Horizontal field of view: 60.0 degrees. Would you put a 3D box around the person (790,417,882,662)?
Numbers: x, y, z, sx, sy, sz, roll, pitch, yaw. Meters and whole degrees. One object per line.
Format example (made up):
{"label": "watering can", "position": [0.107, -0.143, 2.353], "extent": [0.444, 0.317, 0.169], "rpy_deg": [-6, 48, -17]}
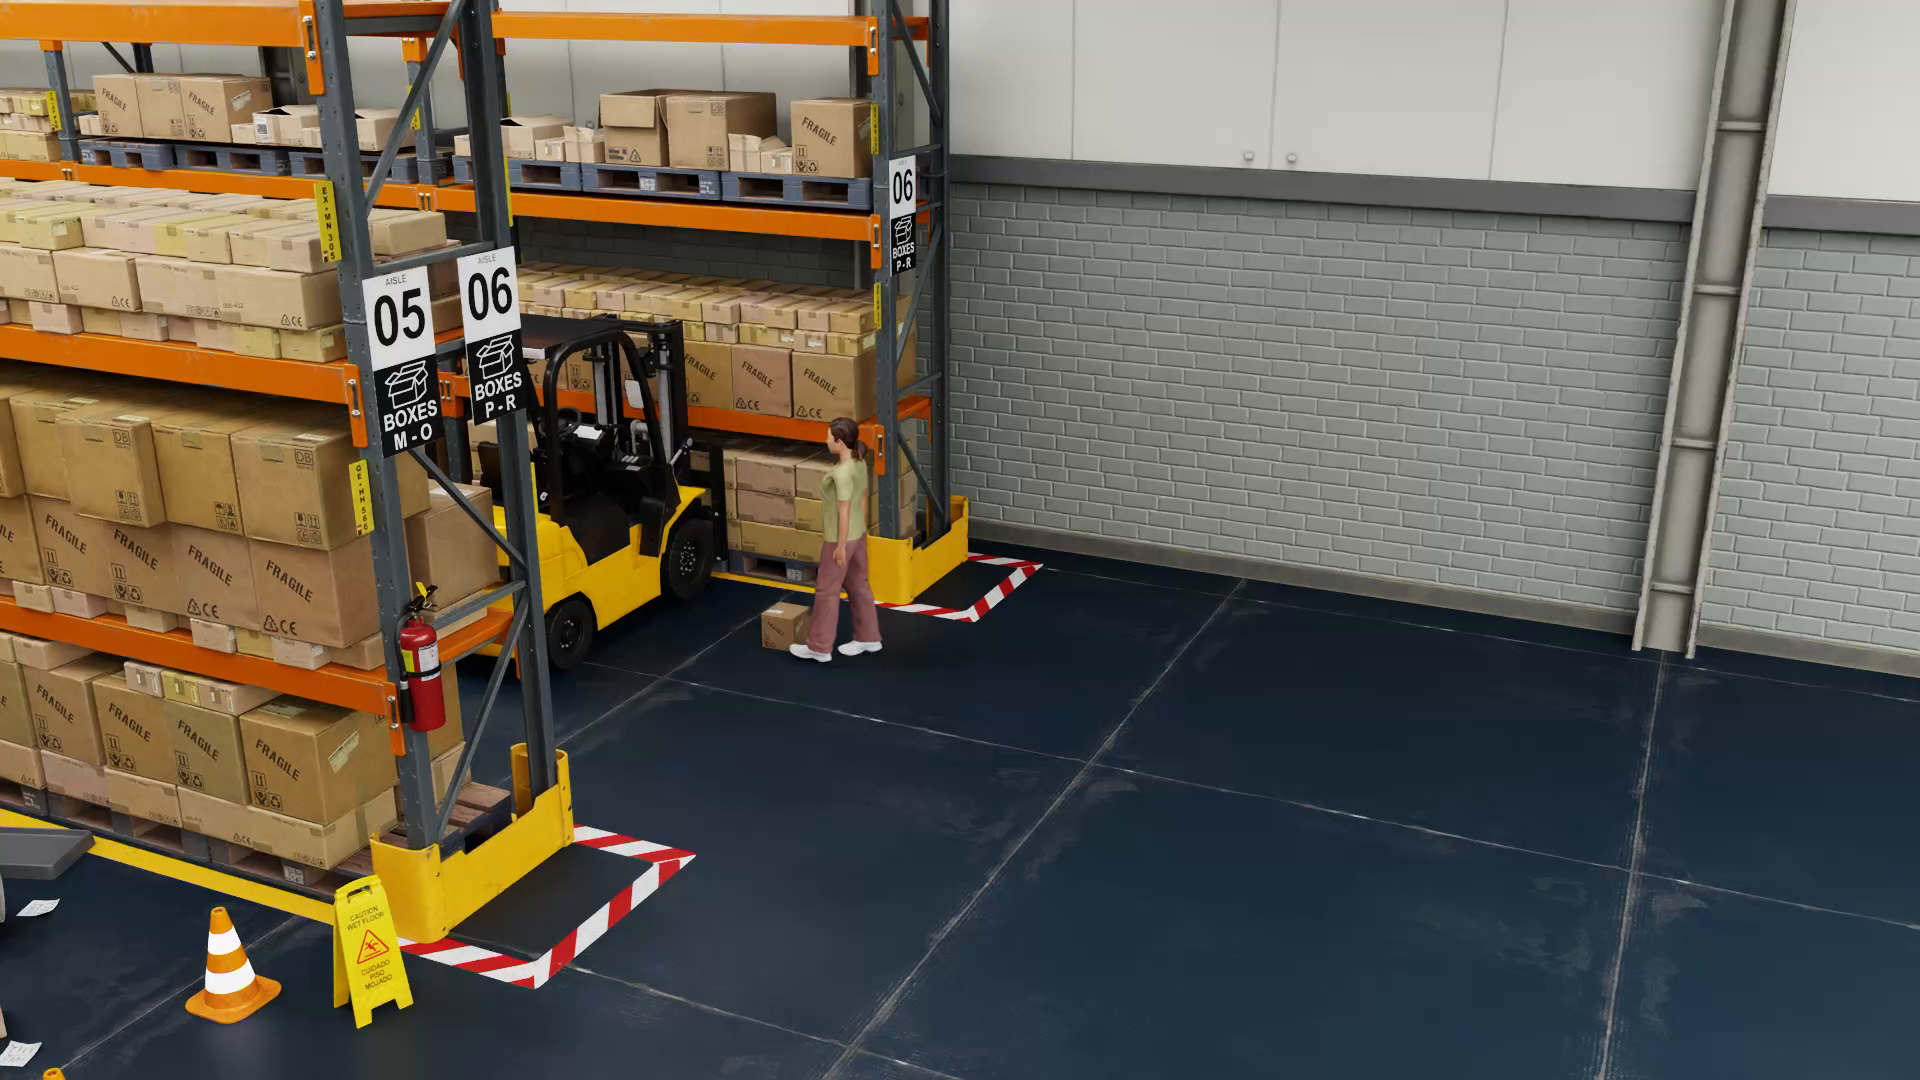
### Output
{"label": "person", "position": [-0.847, -0.009, 11.088], "extent": [0.595, 1.673, 0.455], "rpy_deg": [4, 20, 12]}
